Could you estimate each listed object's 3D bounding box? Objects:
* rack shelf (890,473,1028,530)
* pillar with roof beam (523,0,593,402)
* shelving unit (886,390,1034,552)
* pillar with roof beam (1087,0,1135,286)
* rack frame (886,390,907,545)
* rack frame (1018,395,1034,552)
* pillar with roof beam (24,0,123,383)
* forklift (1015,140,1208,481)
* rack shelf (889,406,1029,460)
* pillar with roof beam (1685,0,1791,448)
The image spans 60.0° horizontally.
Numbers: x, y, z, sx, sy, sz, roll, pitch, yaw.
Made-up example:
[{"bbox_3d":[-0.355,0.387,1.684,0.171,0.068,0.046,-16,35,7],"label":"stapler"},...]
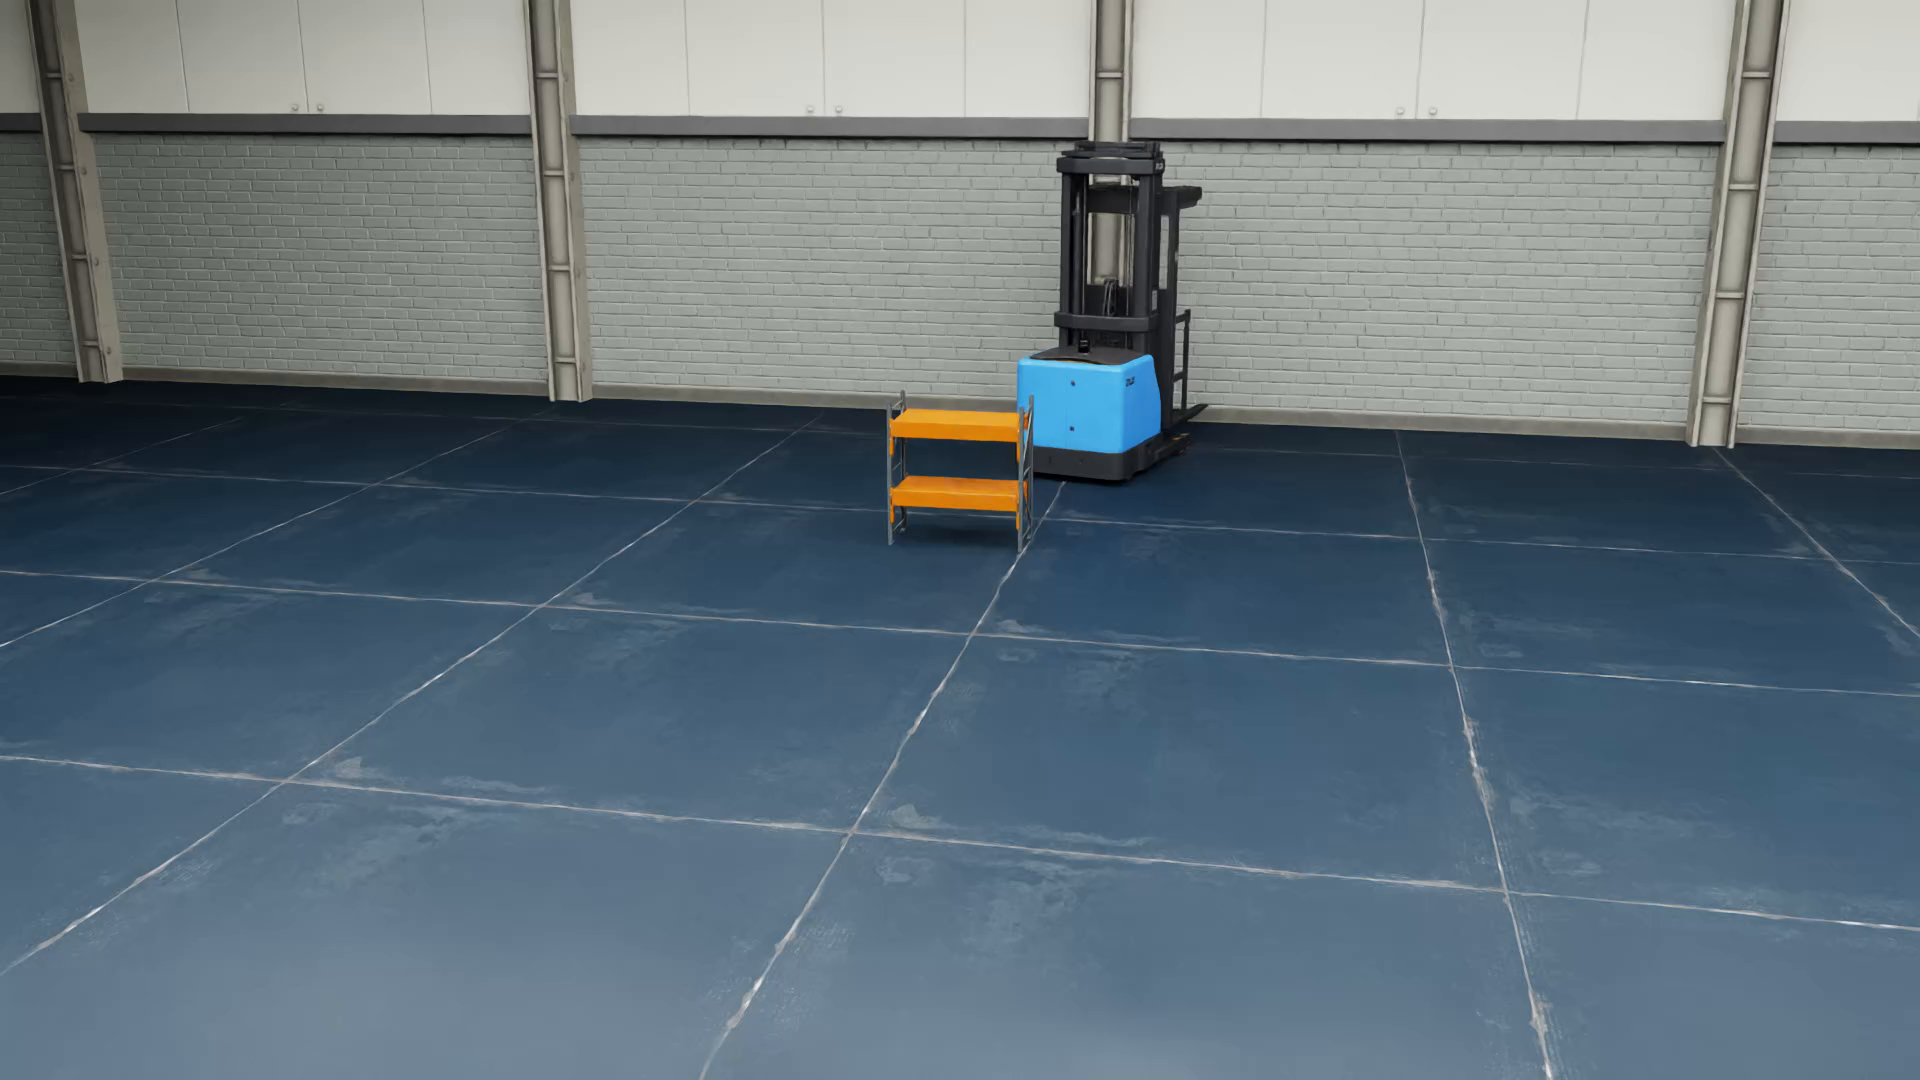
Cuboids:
[{"bbox_3d":[0.007,-0.306,12.906,1.000,0.278,0.538,3,16,11],"label":"rack shelf"},{"bbox_3d":[-5.227,-4.795,13.447,0.400,9.000,9.100,3,16,11],"label":"pillar with roof beam"},{"bbox_3d":[0.007,-0.542,12.841,1.048,1.125,0.538,3,16,11],"label":"shelving unit"},{"bbox_3d":[0.653,-4.476,12.294,0.400,9.000,9.100,3,16,11],"label":"pillar with roof beam"},{"bbox_3d":[-0.492,-0.569,12.938,0.032,1.125,0.500,3,16,11],"label":"rack frame"},{"bbox_3d":[0.505,-0.515,12.743,0.032,1.125,0.500,3,16,11],"label":"rack frame"},{"bbox_3d":[-11.107,-5.115,14.599,0.400,9.000,9.100,3,16,11],"label":"pillar with roof beam"},{"bbox_3d":[1.600,-2.282,15.741,1.130,2.935,3.031,7,17,25],"label":"forklift"},{"bbox_3d":[0.007,-0.824,12.762,1.000,0.278,0.538,3,16,11],"label":"rack shelf"},{"bbox_3d":[6.532,-4.157,11.142,0.400,9.000,9.100,3,16,11],"label":"pillar with roof beam"}]
